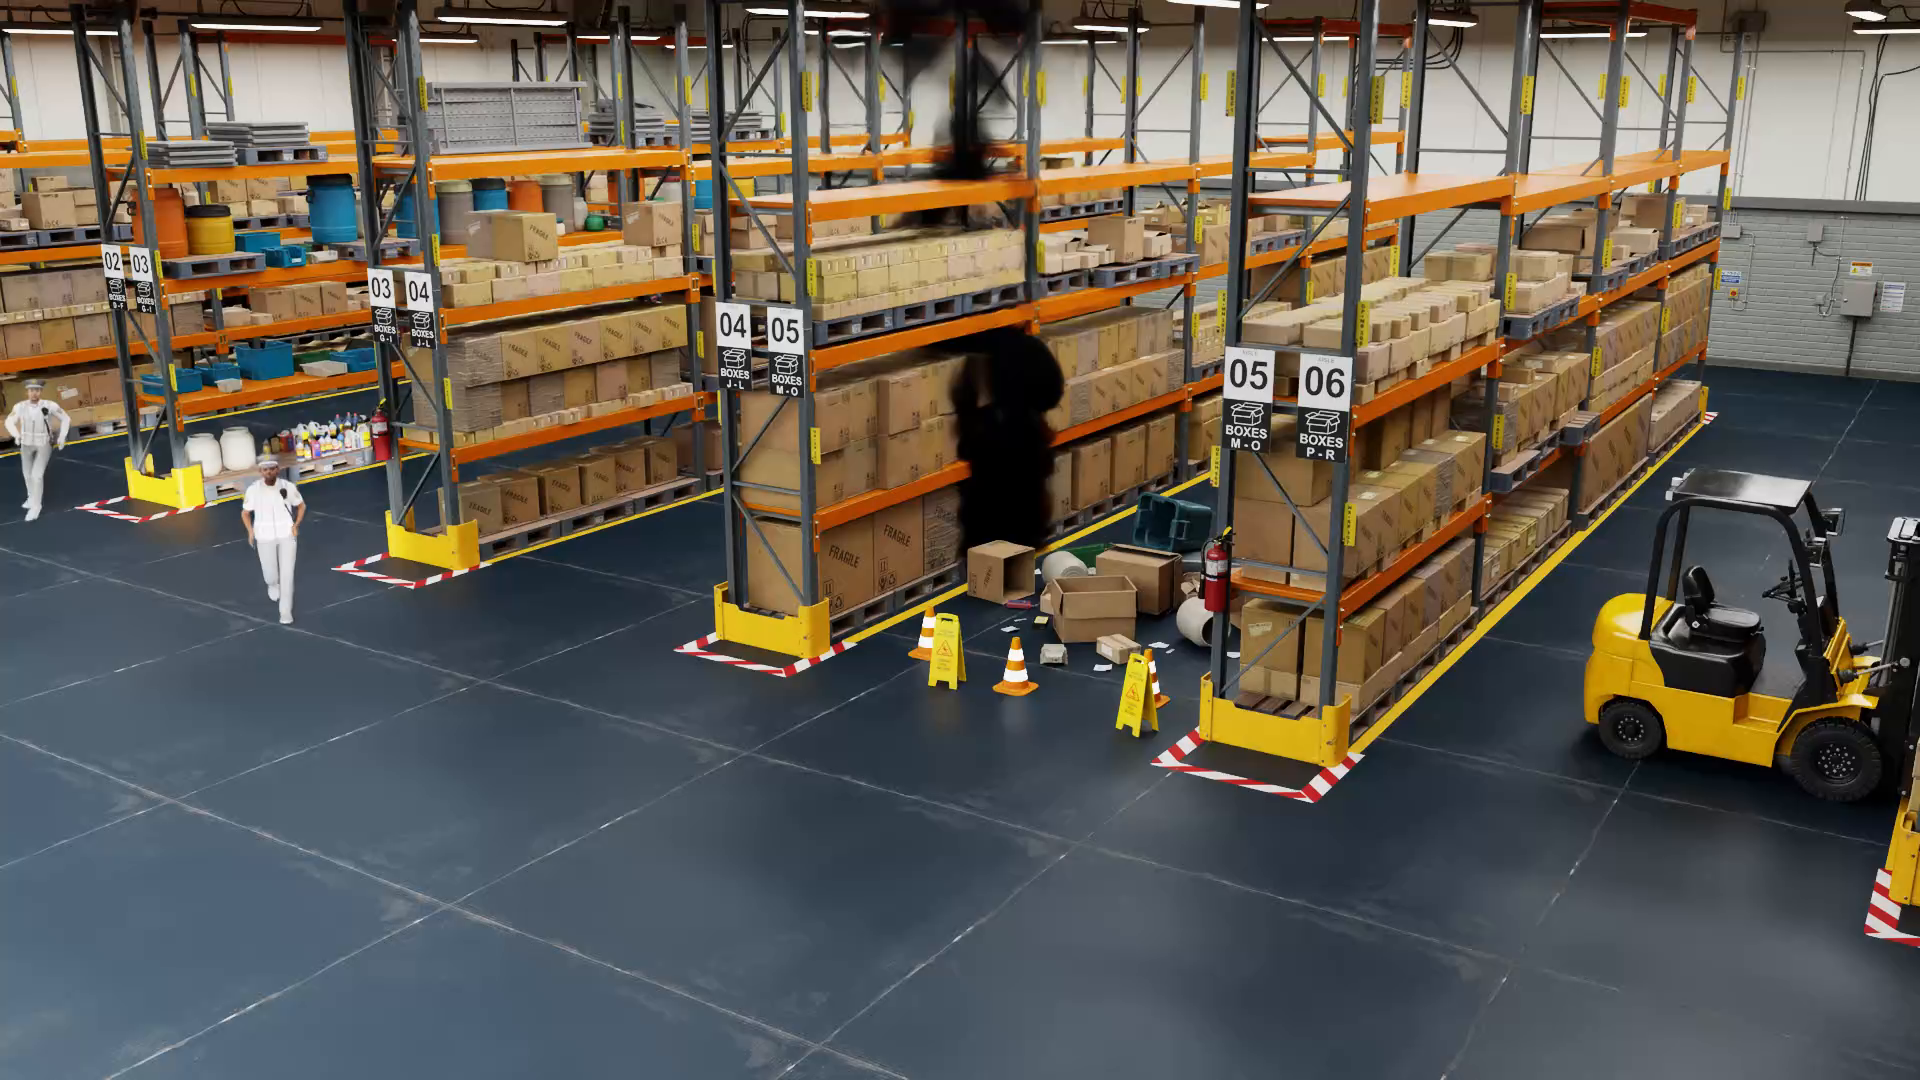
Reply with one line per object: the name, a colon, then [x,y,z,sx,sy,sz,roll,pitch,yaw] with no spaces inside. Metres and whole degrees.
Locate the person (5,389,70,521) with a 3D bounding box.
person: [-11.201,-1.106,20.201,0.643,1.669,0.688,-3,16,-11]

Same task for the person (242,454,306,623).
person: [-6.679,-0.050,16.260,0.588,1.661,0.627,-6,17,-22]
